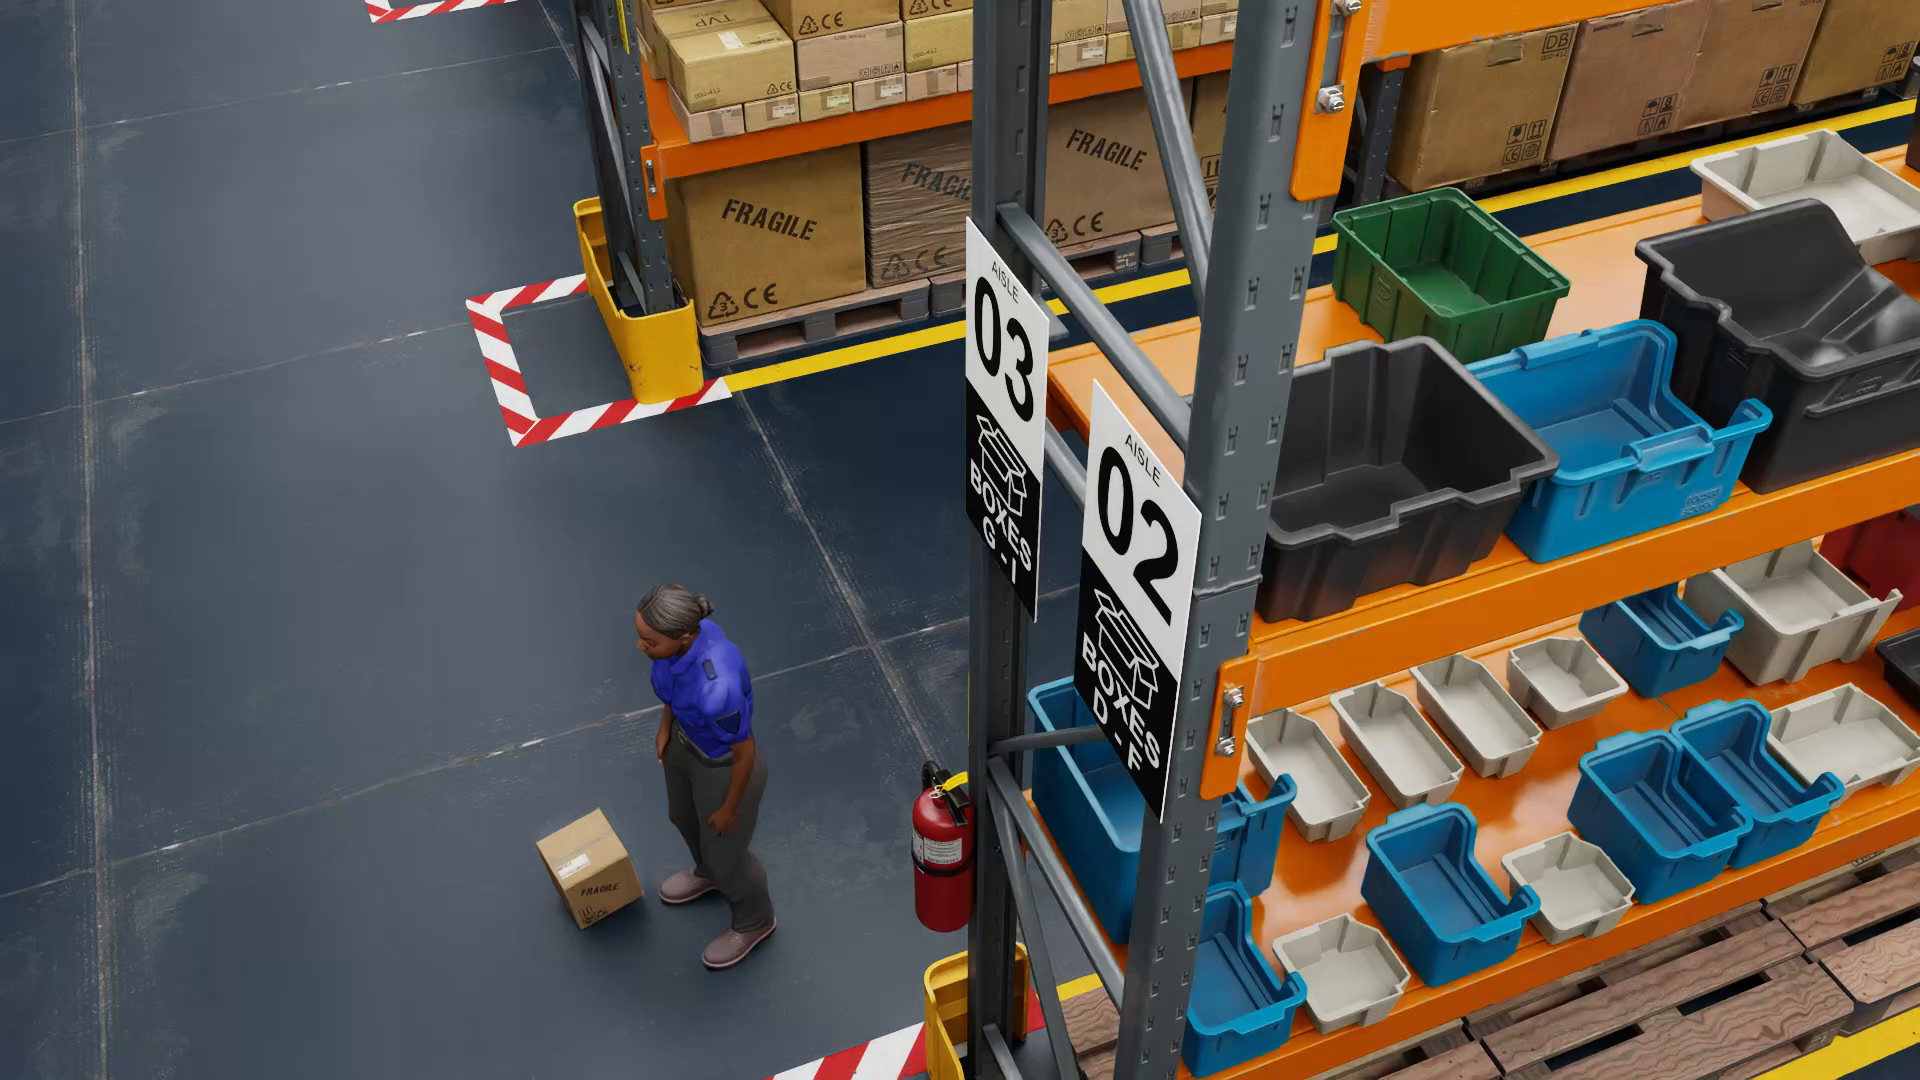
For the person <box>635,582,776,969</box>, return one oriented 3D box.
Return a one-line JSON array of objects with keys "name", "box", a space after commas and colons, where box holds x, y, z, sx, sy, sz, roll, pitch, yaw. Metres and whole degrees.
[{"name": "person", "box": [-0.820, 0.722, 5.361, 0.345, 1.656, 0.503, -24, 47, -25]}]
